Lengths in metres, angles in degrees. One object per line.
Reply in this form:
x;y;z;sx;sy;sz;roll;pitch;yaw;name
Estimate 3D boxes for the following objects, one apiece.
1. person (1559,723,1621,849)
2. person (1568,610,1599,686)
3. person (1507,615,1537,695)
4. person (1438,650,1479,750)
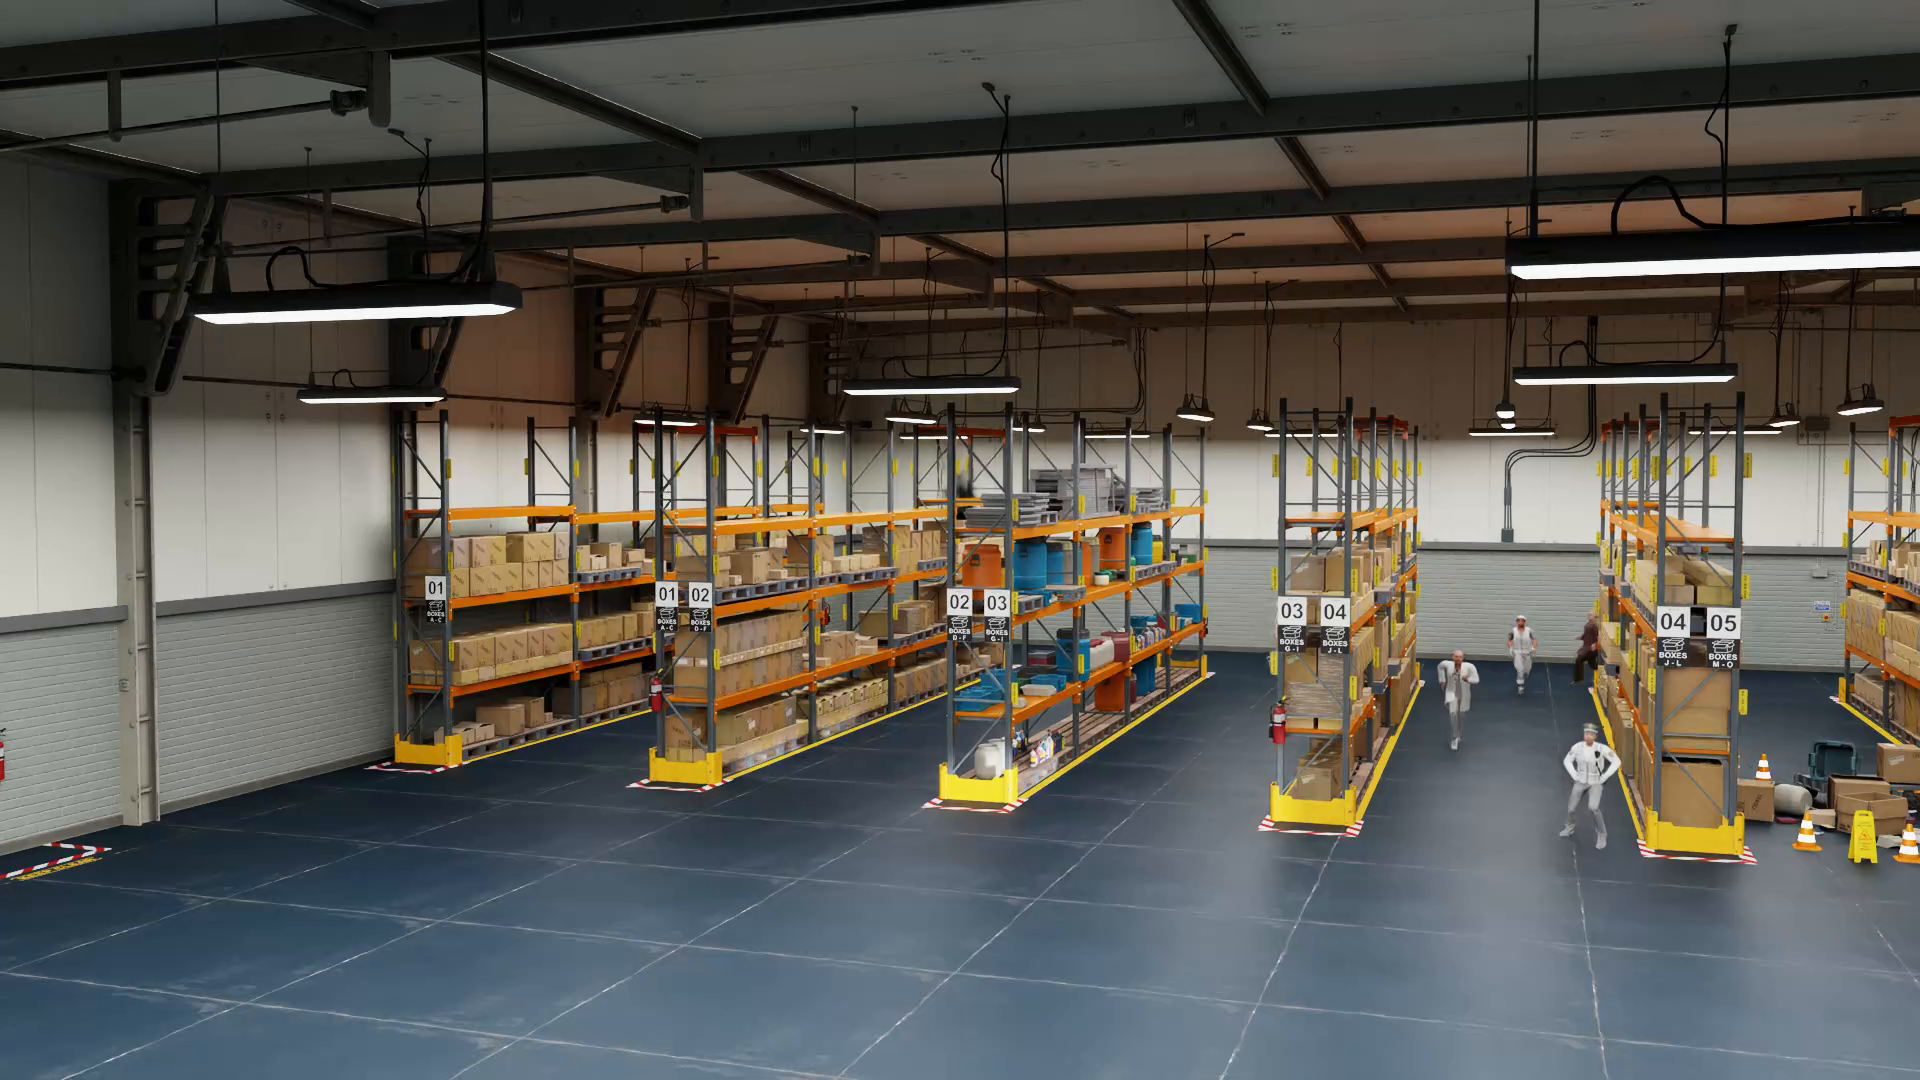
8.364;3.241;22.143;0.786;1.647;0.675;2;3;33;person
14.420;2.495;38.105;0.881;1.780;0.759;1;3;18;person
12.513;2.547;37.036;0.651;1.757;0.627;1;3;17;person
8.966;2.853;29.957;0.696;1.791;1.032;1;3;12;person
